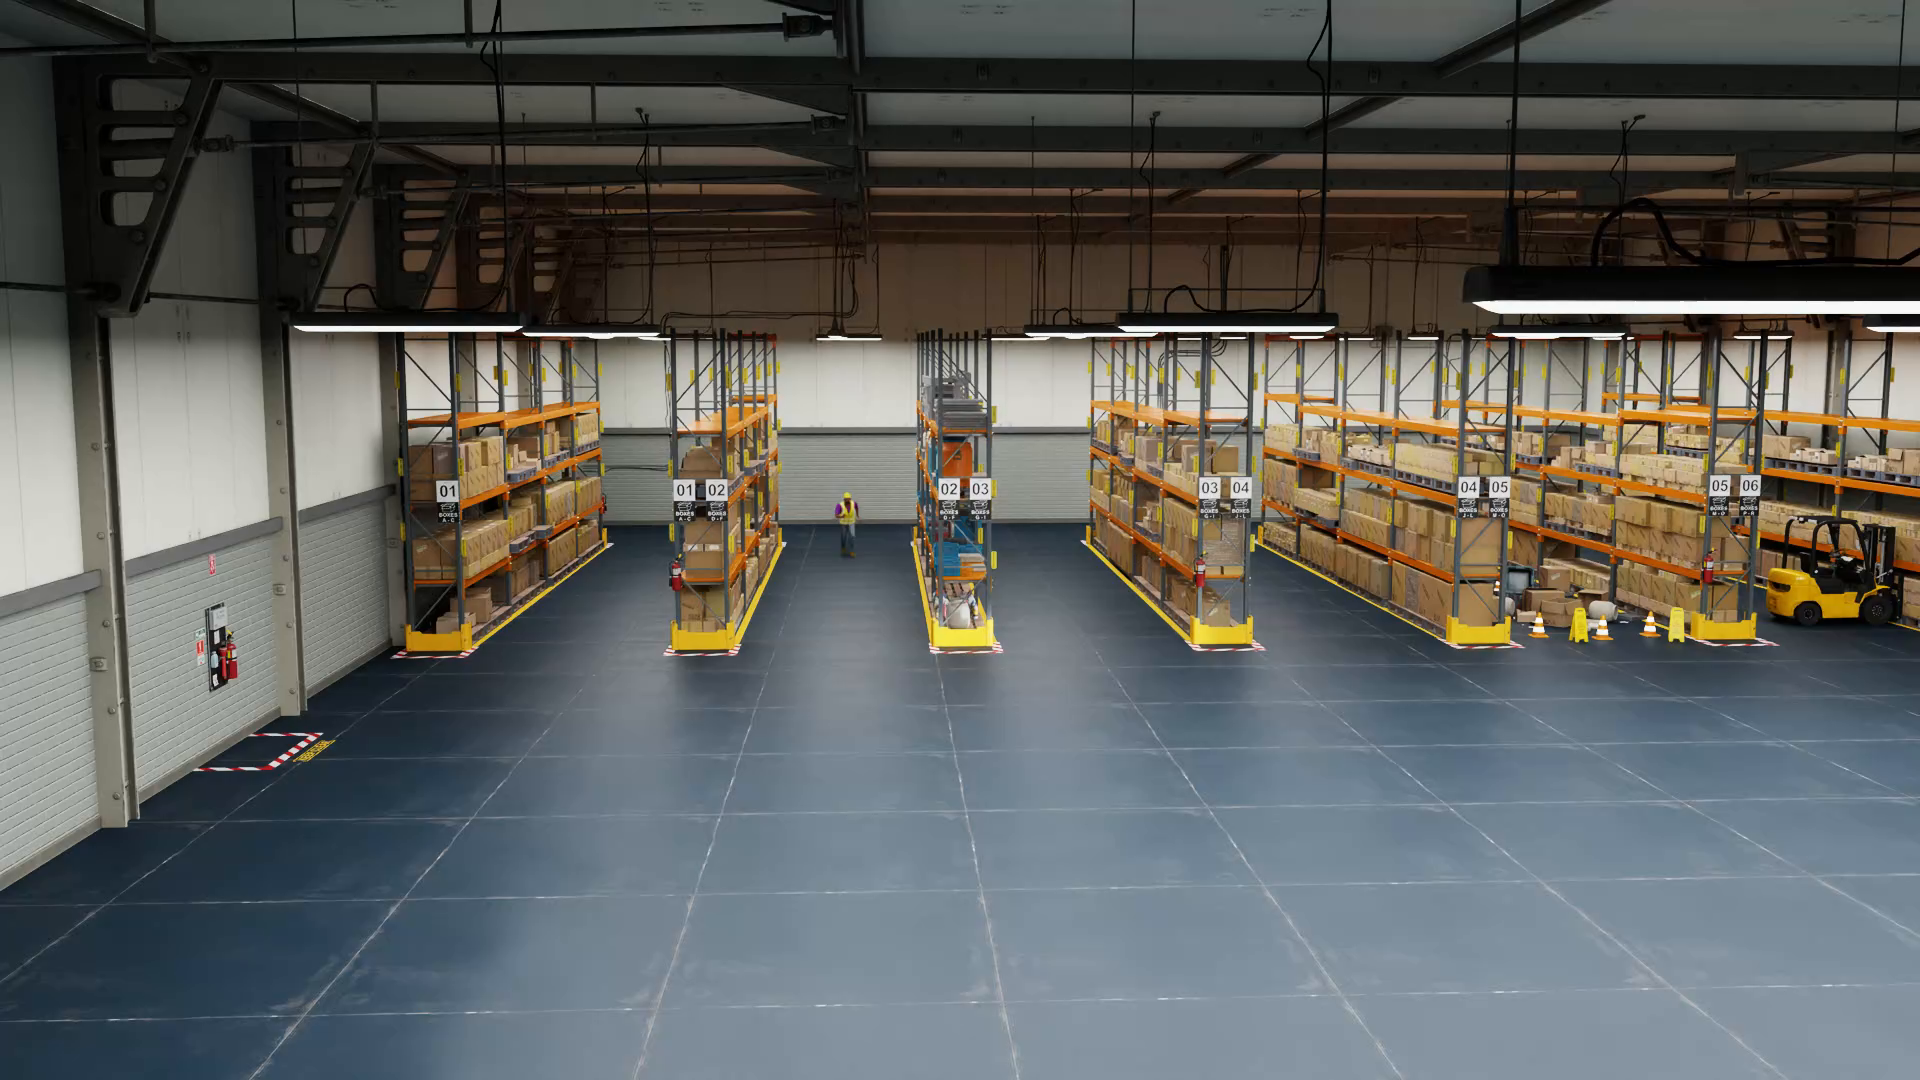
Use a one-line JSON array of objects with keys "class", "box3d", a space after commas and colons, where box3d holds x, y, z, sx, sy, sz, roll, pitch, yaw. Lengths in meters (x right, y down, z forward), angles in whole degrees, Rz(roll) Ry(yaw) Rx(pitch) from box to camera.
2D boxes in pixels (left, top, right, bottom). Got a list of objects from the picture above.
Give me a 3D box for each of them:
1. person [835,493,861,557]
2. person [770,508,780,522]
[{"class": "person", "box3d": [-3.036, -0.429, 44.958, 0.730, 1.732, 0.976, -1, 7, -12]}, {"class": "person", "box3d": [-5.544, -0.836, 48.371, 0.598, 1.589, 0.610, 1, 7, 7]}]
